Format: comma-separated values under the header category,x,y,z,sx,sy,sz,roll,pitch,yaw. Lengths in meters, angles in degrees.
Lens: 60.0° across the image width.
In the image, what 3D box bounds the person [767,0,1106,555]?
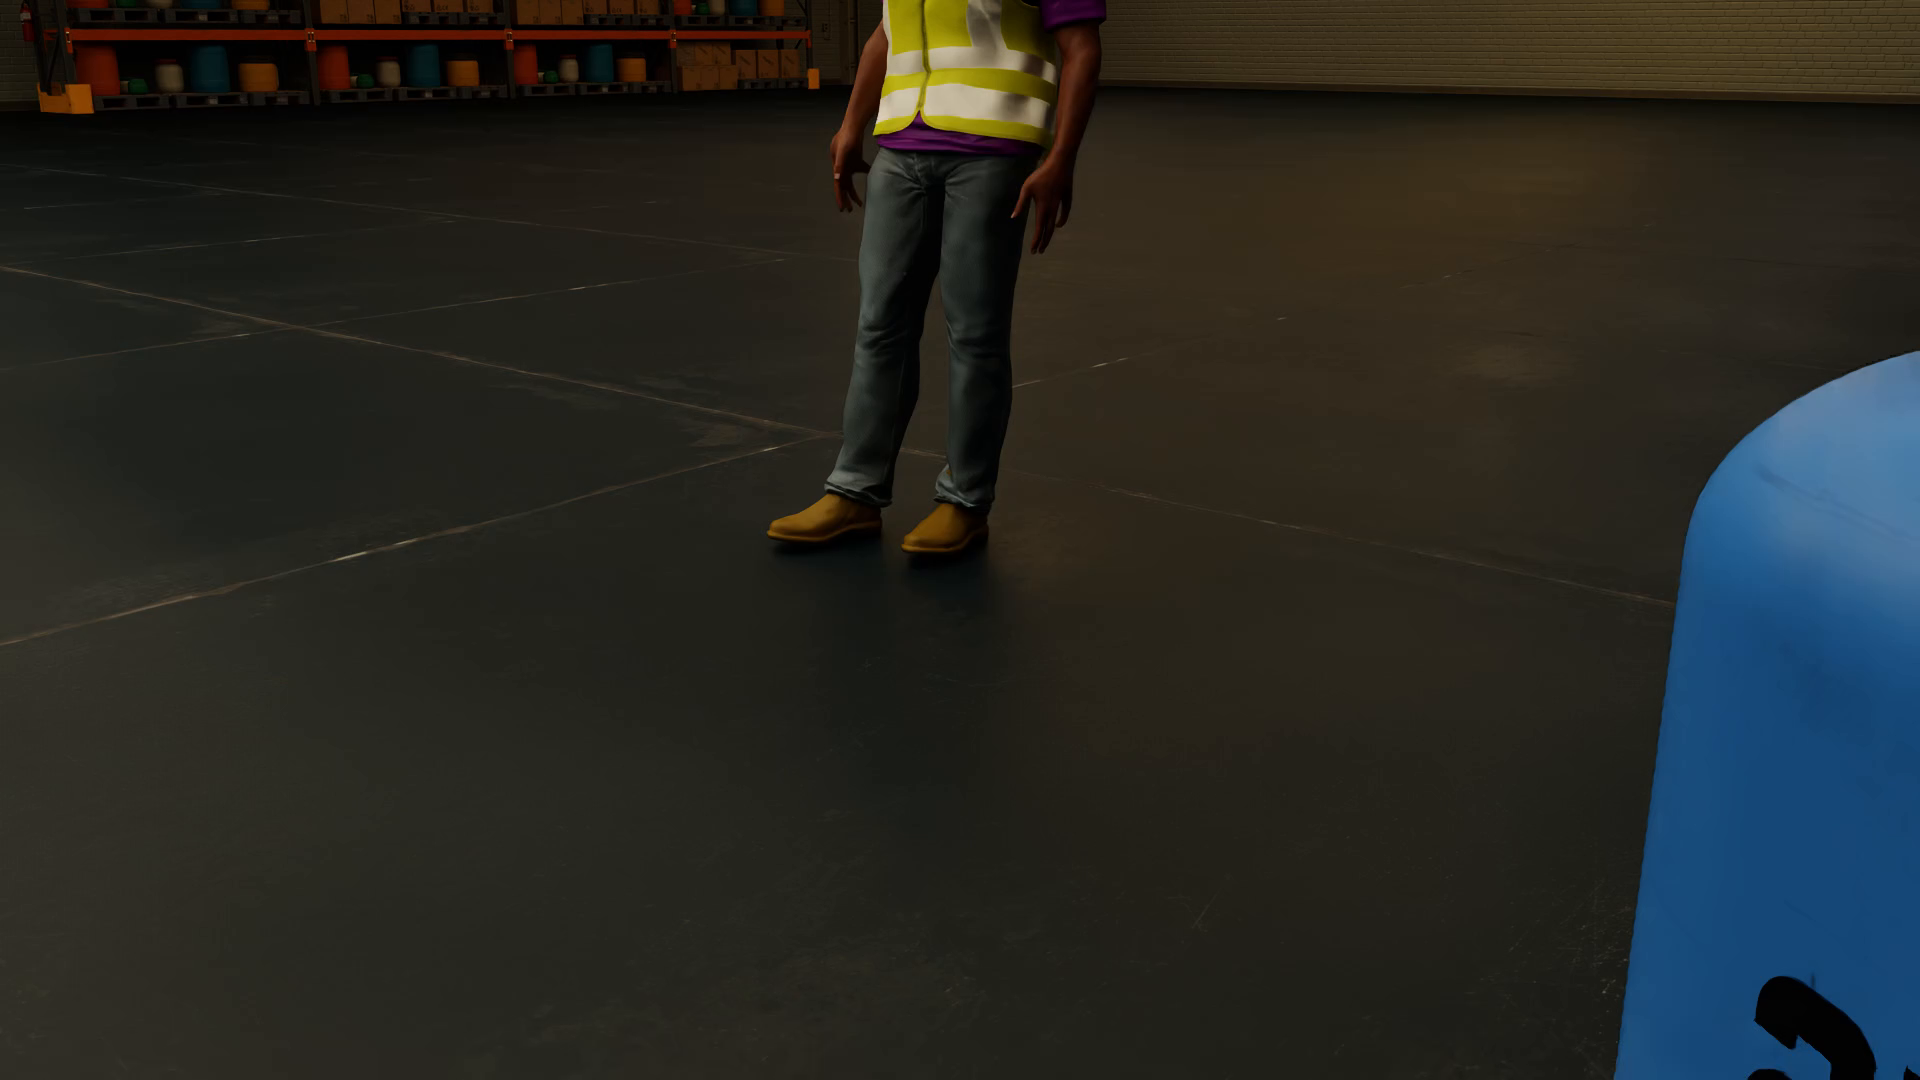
category,x,y,z,sx,sy,sz,roll,pitch,yaw
person,-0.049,-0.838,3.636,0.665,1.765,0.577,13,21,37
